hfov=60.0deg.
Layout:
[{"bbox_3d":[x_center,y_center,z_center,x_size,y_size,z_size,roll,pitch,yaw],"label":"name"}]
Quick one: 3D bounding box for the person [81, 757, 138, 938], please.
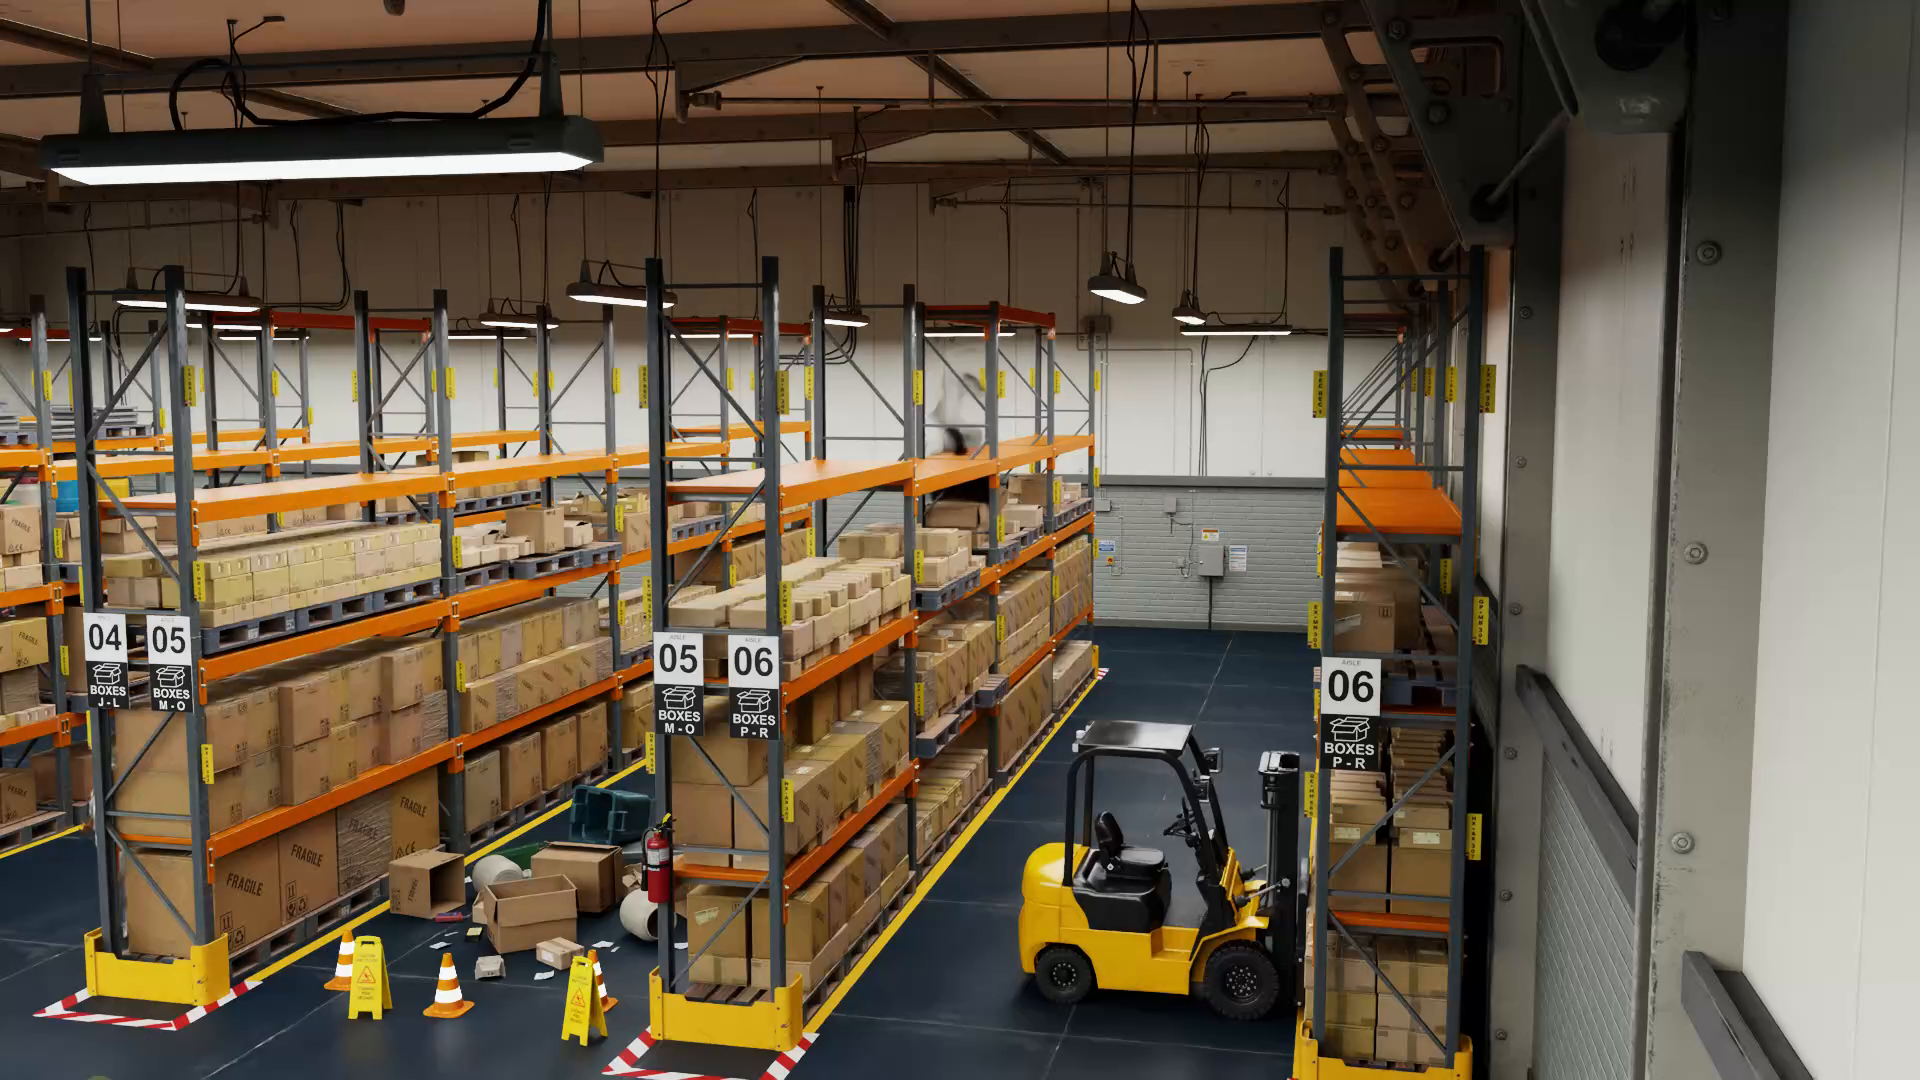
[{"bbox_3d":[-7.718,2.799,15.212,0.548,1.703,0.681,1,6,10],"label":"person"}]
